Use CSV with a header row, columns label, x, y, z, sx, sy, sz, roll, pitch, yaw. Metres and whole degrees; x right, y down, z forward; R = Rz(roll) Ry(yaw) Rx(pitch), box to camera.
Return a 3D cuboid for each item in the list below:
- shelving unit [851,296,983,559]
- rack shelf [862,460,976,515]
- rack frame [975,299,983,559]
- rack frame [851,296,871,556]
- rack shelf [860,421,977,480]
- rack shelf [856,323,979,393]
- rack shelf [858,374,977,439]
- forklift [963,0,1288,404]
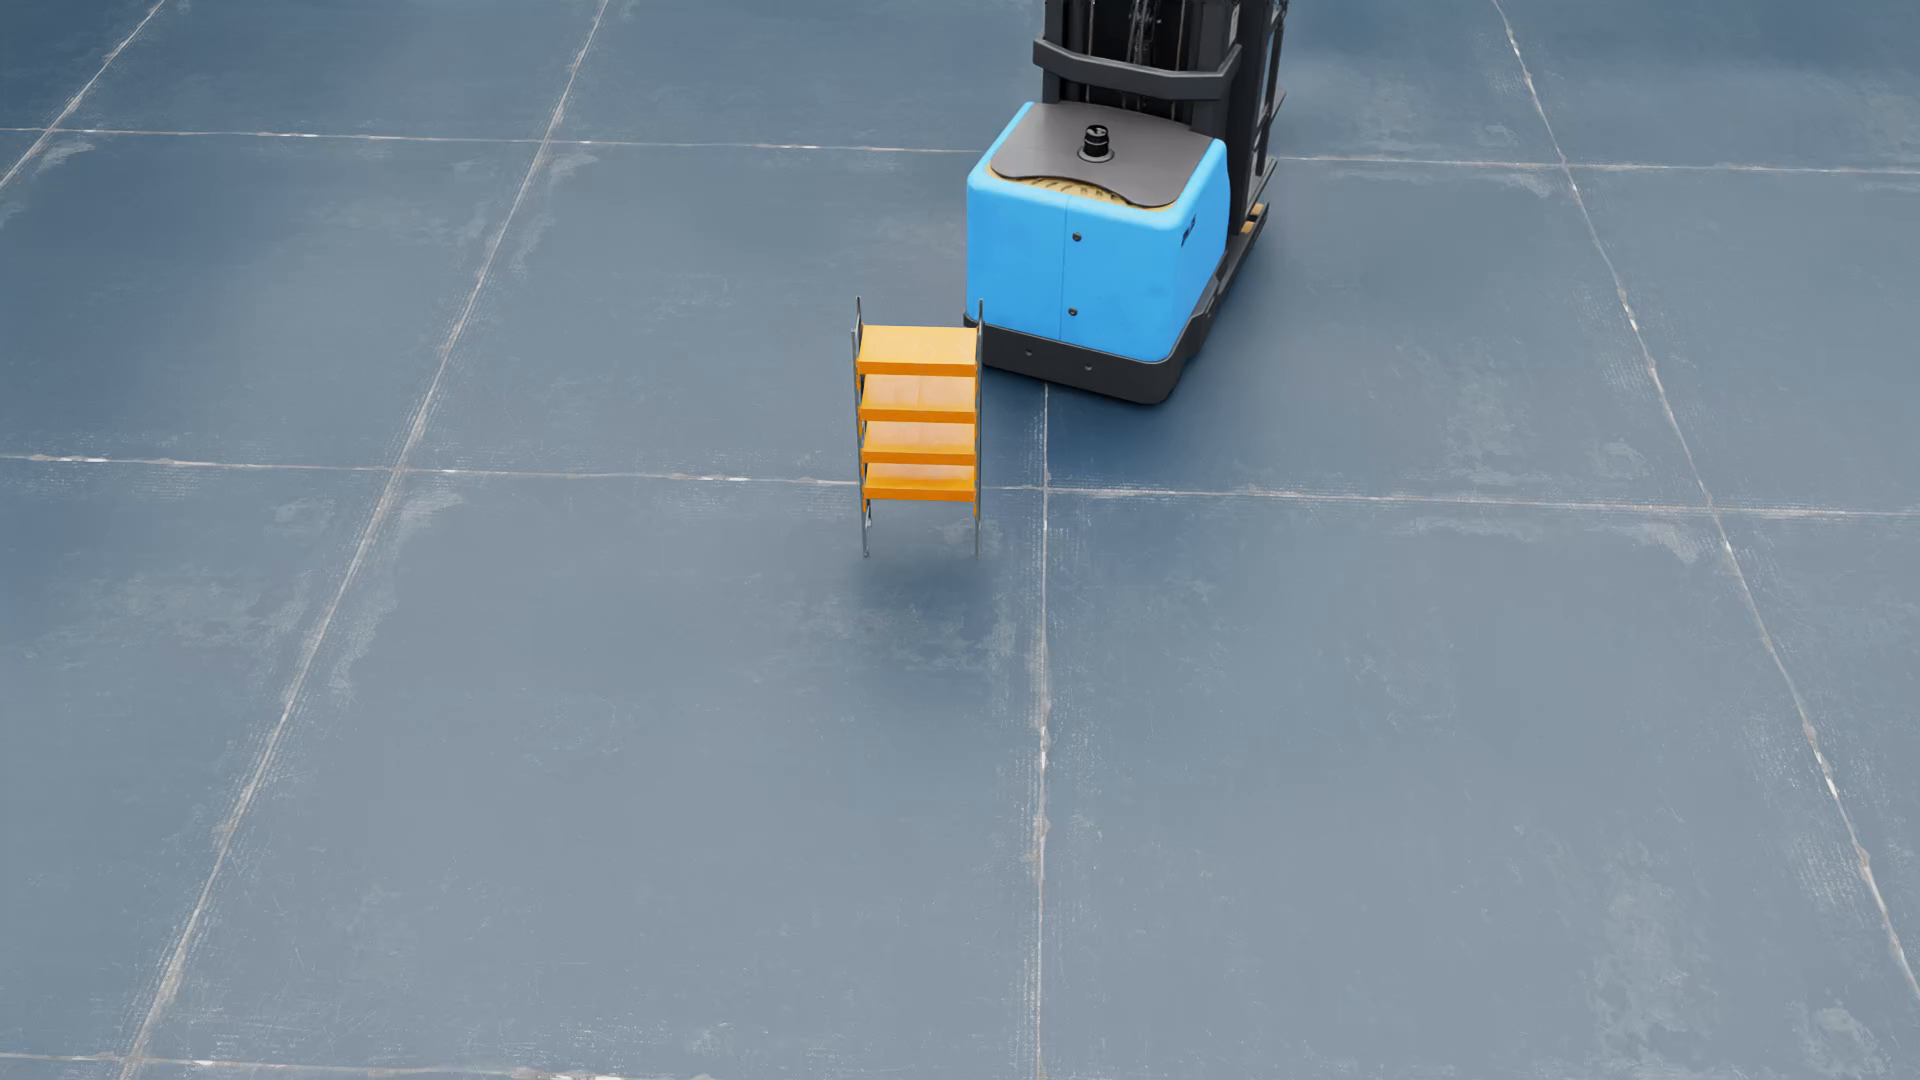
label,x,y,z,sx,sy,sz,roll,pitch,yaw
shelving unit,-0.165,-0.444,6.932,0.503,1.200,0.258,2,43,2
rack shelf,-0.165,-0.250,7.113,0.480,0.148,0.258,2,43,2
rack frame,0.078,-0.437,6.924,0.015,1.200,0.240,2,43,2
rack frame,-0.409,-0.452,6.940,0.015,1.200,0.240,2,43,2
rack shelf,-0.165,-0.395,6.978,0.480,0.148,0.258,2,43,2
rack shelf,-0.165,-0.732,6.664,0.480,0.148,0.258,2,43,2
rack shelf,-0.165,-0.559,6.825,0.480,0.148,0.258,2,43,2
forklift,1.048,-2.736,8.122,1.130,2.935,3.031,16,45,16
